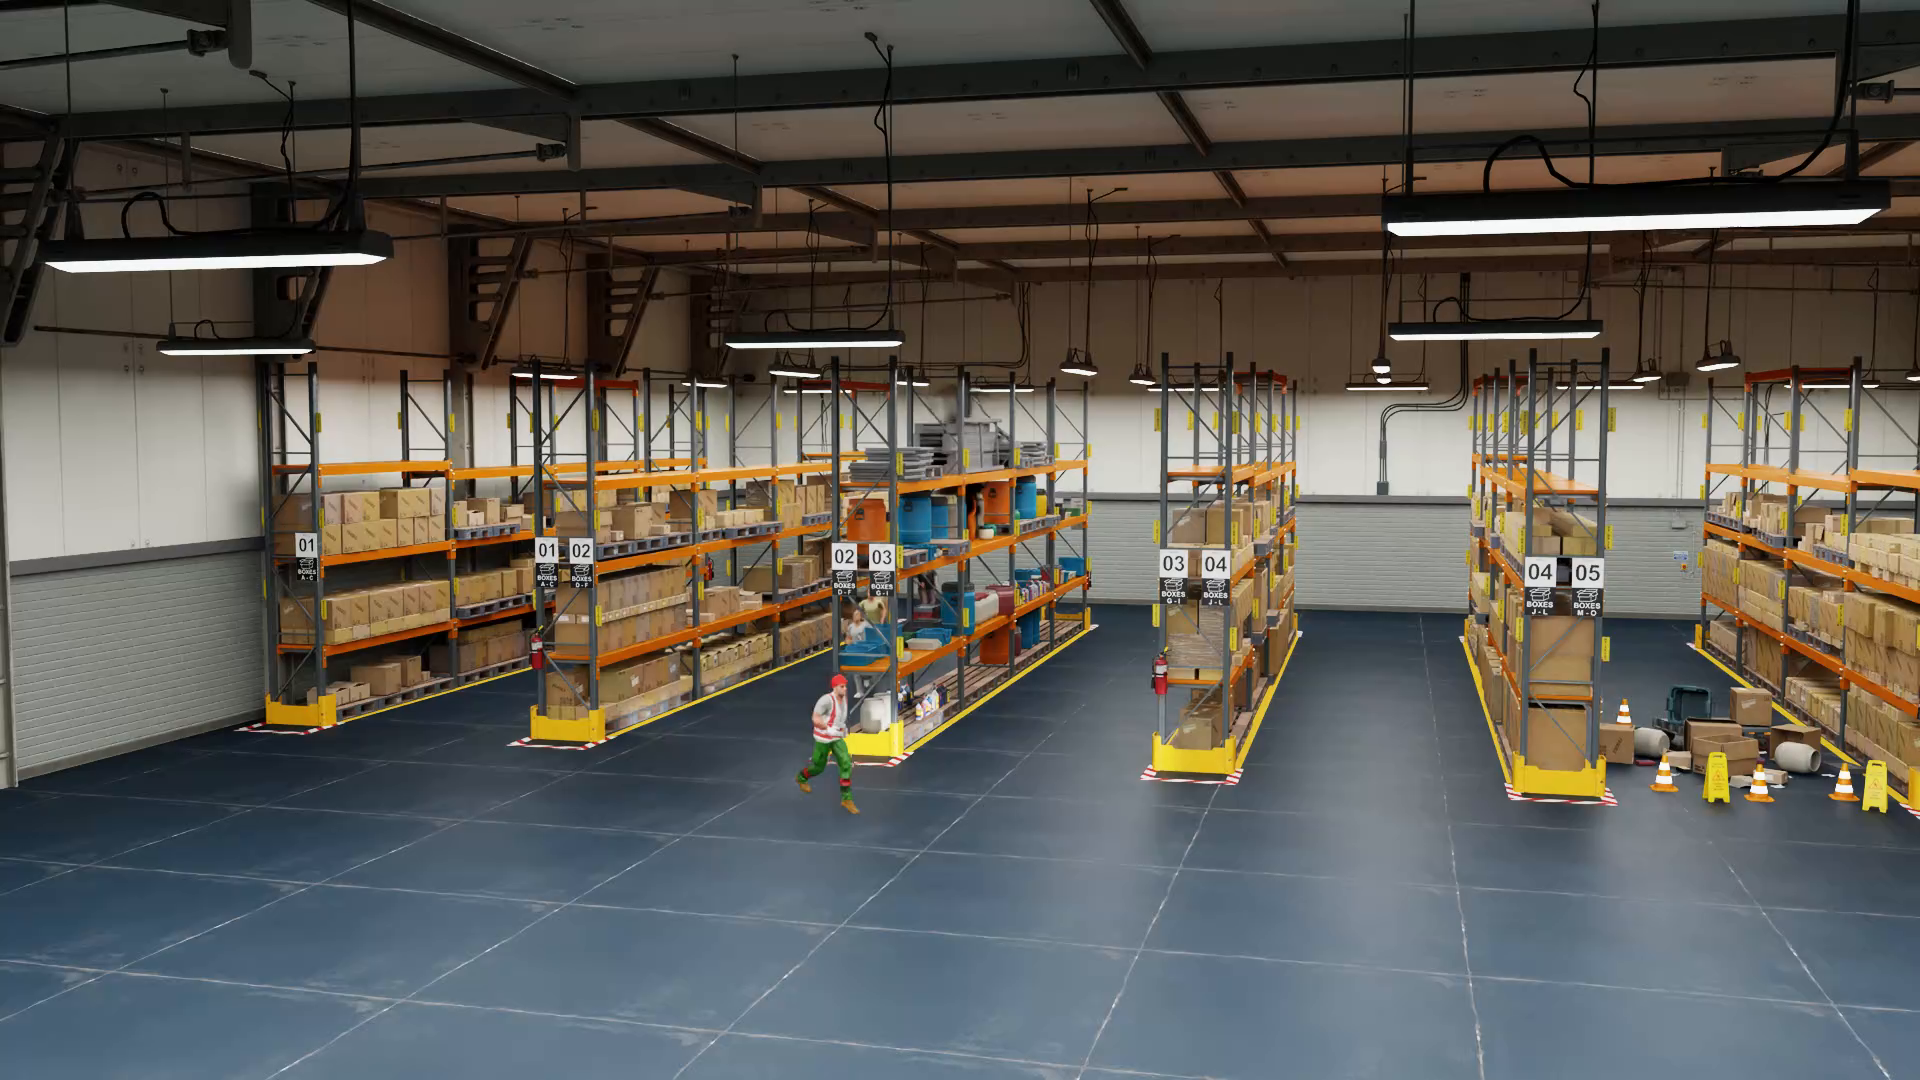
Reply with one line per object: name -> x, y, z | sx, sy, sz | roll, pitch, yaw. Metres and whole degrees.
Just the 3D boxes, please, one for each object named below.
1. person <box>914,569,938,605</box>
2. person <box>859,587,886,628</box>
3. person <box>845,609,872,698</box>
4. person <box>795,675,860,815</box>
person -> -0.867, 1.245, 41.562 | 0.663, 1.678, 0.528 | -1, 4, -13
person -> -1.811, 1.783, 34.053 | 0.601, 1.670, 0.794 | 0, 4, 1
person -> -1.813, 2.059, 30.342 | 0.578, 1.633, 0.638 | 2, 4, 21
person -> -1.726, 2.607, 21.577 | 1.137, 1.772, 0.659 | 4, 5, 43
